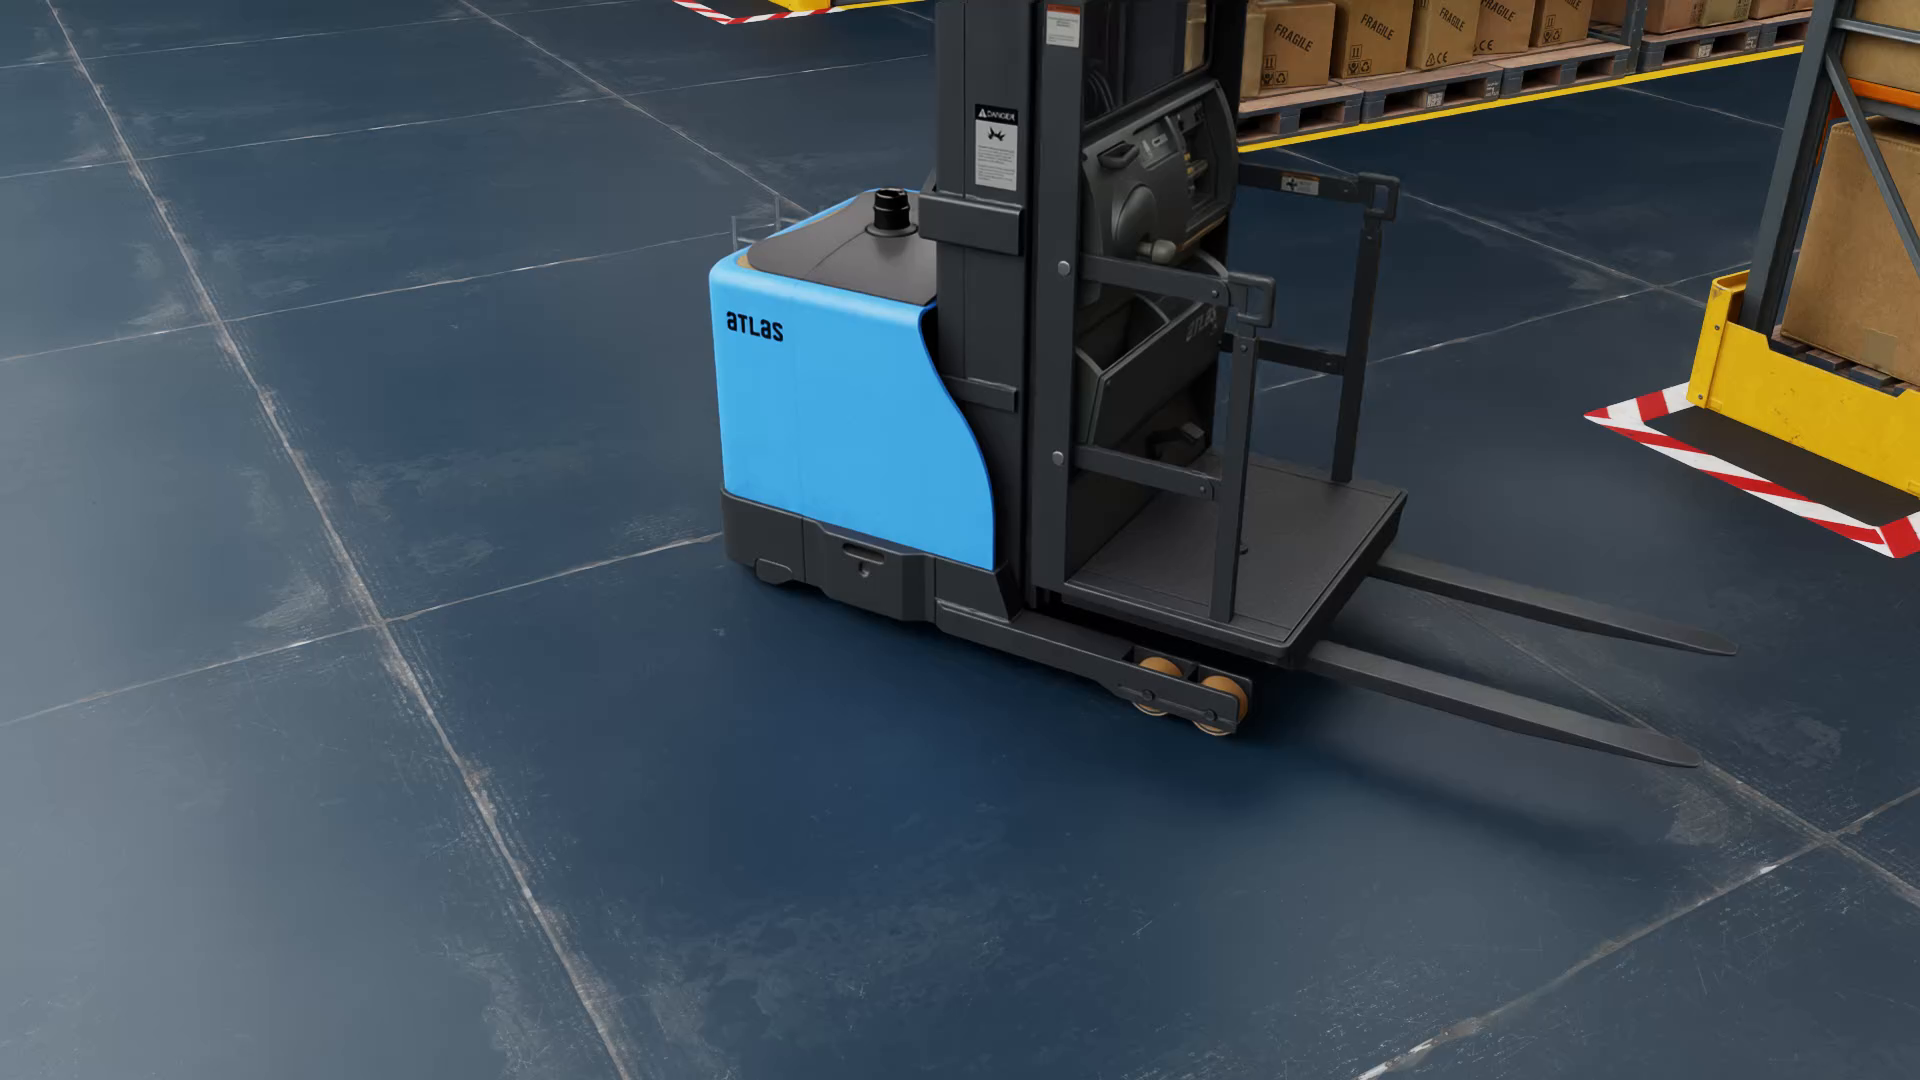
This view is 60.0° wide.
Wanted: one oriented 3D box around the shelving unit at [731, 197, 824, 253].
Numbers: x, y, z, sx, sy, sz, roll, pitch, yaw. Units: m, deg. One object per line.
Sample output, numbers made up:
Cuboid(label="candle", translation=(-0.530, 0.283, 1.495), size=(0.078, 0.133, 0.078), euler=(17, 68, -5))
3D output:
Cuboid(label="shelving unit", translation=(-0.609, -0.643, 5.828), size=(0.215, 1.050, 0.252), euler=(16, 33, 26))

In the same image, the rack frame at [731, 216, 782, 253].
Cuboid(label="rack frame", translation=(-0.671, -0.592, 5.736), size=(0.200, 1.050, 0.008), euler=(16, 33, 26))

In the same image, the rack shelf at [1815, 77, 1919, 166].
Cuboid(label="rack shelf", translation=(5.132, -1.875, 6.787), size=(4.000, 0.370, 1.077), euler=(-16, 33, -26))

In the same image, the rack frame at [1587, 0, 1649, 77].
Cuboid(label="rack frame", translation=(4.430, -4.770, 11.289), size=(0.127, 3.000, 1.000), euler=(-16, 33, -26))

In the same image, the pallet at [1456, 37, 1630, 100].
Cuboid(label="pallet", translation=(3.869, -3.370, 11.639), size=(1.213, 0.211, 1.003), euler=(-16, 33, -26))

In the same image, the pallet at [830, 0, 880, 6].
Cuboid(label="pallet", translation=(-0.783, -4.868, 14.353), size=(1.213, 0.211, 1.003), euler=(-16, 33, -26))

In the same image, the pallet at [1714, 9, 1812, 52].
Cuboid(label="pallet", translation=(6.154, -4.041, 12.854), size=(1.213, 0.211, 1.003), euler=(-16, 33, -26))

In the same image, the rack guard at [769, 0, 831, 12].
Cuboid(label="rack guard", translation=(-1.486, -4.798, 13.927), size=(0.348, 0.500, 1.175), euler=(-16, 33, -26))

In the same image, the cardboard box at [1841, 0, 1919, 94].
Cuboid(label="cardboard box", translation=(3.704, -1.876, 5.889), size=(0.550, 0.550, 0.875), euler=(-16, 33, -26))

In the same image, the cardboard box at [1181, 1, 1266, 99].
Cuboid(label="cardboard box", translation=(1.528, -3.027, 10.282), size=(0.500, 0.500, 0.500), euler=(-10, 30, -17))

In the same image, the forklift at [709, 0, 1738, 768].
Cuboid(label="forklift", translation=(0.747, -1.020, 4.564), size=(3.031, 2.935, 1.130), euler=(16, 33, 26))

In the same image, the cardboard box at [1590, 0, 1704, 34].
Cuboid(label="cardboard box", translation=(4.971, -4.010, 12.043), size=(0.500, 0.500, 0.700), euler=(-19, 34, -30))

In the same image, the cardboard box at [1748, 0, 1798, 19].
Cuboid(label="cardboard box", translation=(5.873, -4.256, 12.489), size=(0.500, 0.500, 0.700), euler=(-19, 34, -30))

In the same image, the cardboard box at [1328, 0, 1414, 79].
Cuboid(label="cardboard box", translation=(2.576, -3.332, 10.836), size=(0.500, 0.500, 0.500), euler=(-13, 31, -22))

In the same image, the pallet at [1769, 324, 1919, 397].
Cuboid(label="pallet", translation=(4.057, -0.708, 6.814), size=(1.213, 0.211, 1.003), euler=(-16, 33, -26))

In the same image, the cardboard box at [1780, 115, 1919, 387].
Cuboid(label="cardboard box", translation=(3.958, -1.147, 6.489), size=(0.875, 0.875, 0.875), euler=(-16, 33, -26))

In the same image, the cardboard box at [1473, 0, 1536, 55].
Cuboid(label="cardboard box", translation=(3.575, -3.635, 11.385), size=(0.500, 0.500, 0.500), euler=(-6, 29, -11))

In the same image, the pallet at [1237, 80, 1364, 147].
Cuboid(label="pallet", translation=(1.765, -2.773, 10.556), size=(1.213, 0.211, 1.003), euler=(-16, 33, -26))

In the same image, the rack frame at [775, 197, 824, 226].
Cuboid(label="rack frame", translation=(-0.547, -0.694, 5.920), size=(0.200, 1.050, 0.008), euler=(16, 33, 26))

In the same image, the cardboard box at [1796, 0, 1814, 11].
Cuboid(label="cardboard box", translation=(6.354, -4.393, 12.737), size=(0.500, 0.500, 0.700), euler=(-13, 31, -22))

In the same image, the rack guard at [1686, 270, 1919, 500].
Cuboid(label="rack guard", translation=(3.387, -0.600, 6.320), size=(0.348, 0.500, 1.175), euler=(-16, 33, -26))

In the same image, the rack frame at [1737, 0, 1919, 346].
Cuboid(label="rack frame", translation=(3.407, -1.700, 5.726), size=(0.127, 3.000, 1.000), euler=(-16, 33, -26))

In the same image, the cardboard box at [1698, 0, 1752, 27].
Cuboid(label="cardboard box", translation=(5.391, -4.119, 12.241), size=(0.500, 0.500, 0.700), euler=(-16, 33, -27))

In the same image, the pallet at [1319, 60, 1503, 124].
Cuboid(label="pallet", translation=(2.816, -3.070, 11.094), size=(1.213, 0.211, 1.003), euler=(-16, 33, -26))

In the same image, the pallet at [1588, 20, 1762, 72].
Cuboid(label="pallet", translation=(5.101, -3.741, 12.310), size=(1.213, 0.211, 1.003), euler=(-16, 33, -26))

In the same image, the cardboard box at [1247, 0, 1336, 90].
Cuboid(label="cardboard box", translation=(2.026, -3.187, 10.573), size=(0.500, 0.500, 0.500), euler=(-8, 30, -13))

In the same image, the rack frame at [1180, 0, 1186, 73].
Cuboid(label="rack frame", translation=(0.982, -3.791, 9.515), size=(0.127, 3.000, 1.000), euler=(-16, 33, -26))

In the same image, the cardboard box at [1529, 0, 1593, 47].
Cuboid(label="cardboard box", translation=(4.065, -3.779, 11.645), size=(0.500, 0.500, 0.500), euler=(-17, 33, -28))

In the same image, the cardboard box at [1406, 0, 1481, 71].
Cuboid(label="cardboard box", translation=(3.080, -3.450, 11.050), size=(0.500, 0.500, 0.500), euler=(-19, 34, -31))
